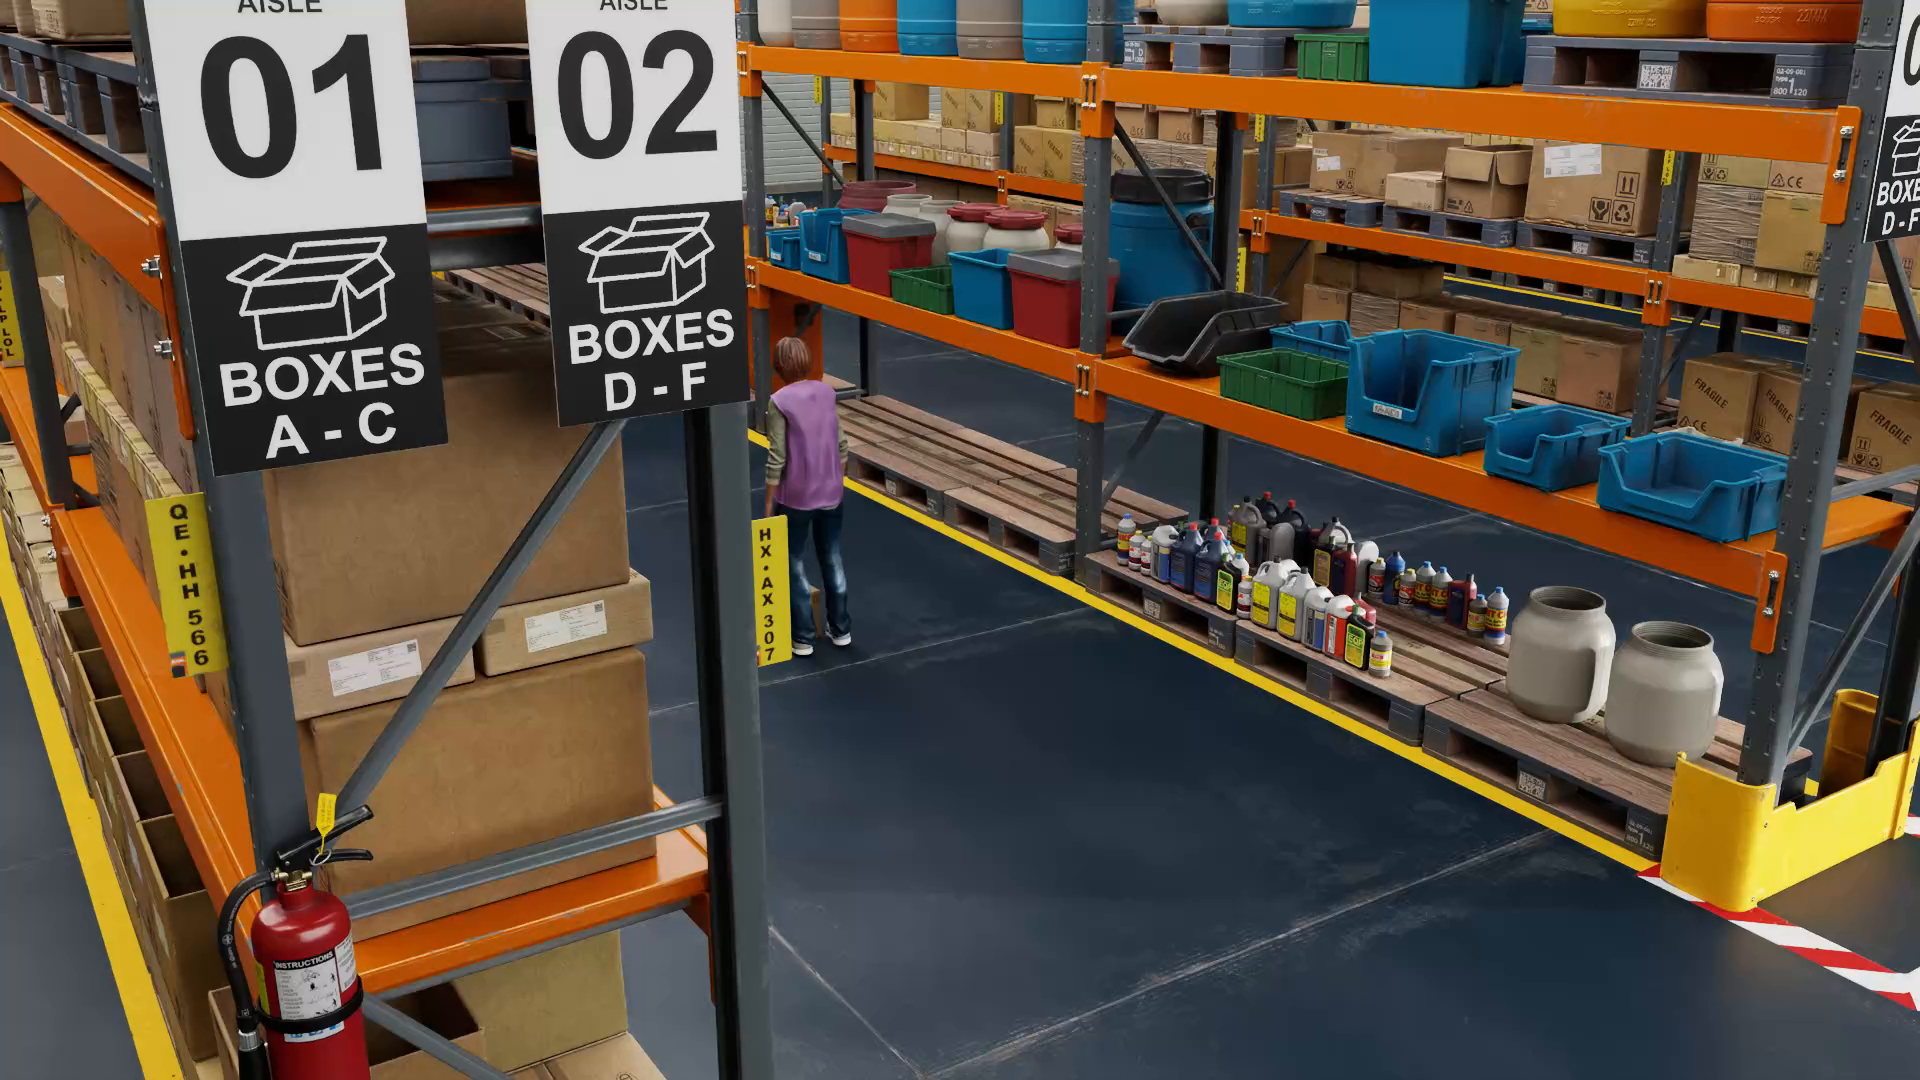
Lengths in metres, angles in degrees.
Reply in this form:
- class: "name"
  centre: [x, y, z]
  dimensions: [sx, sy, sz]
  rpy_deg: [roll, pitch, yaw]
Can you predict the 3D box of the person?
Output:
- class: "person"
  centre: [-0.752, -0.207, 8.201]
  dimensions: [0.482, 1.591, 0.347]
  rpy_deg: [-13, 23, -35]
